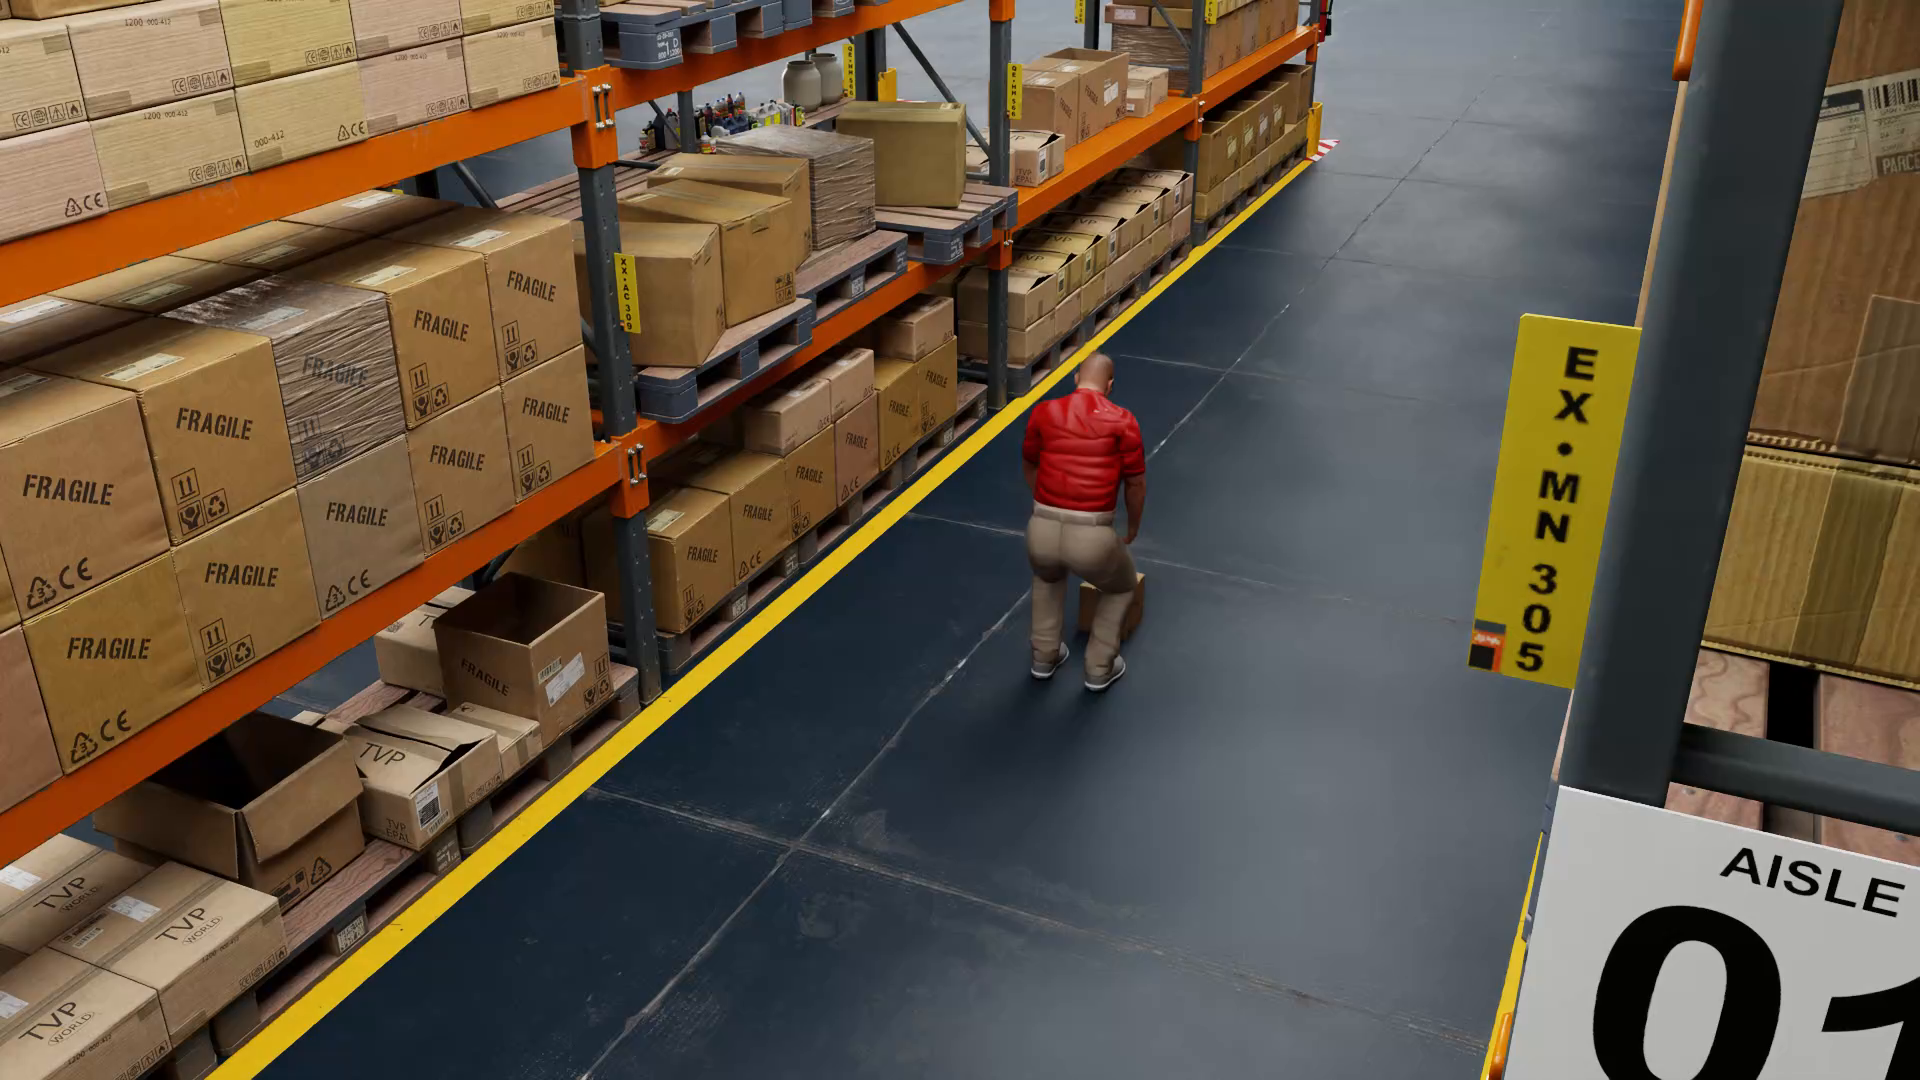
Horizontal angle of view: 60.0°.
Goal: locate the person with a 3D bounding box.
[{"bbox_3d":[0.525,-0.067,7.551,0.587,1.494,0.644,11,28,22],"label":"person"}]
